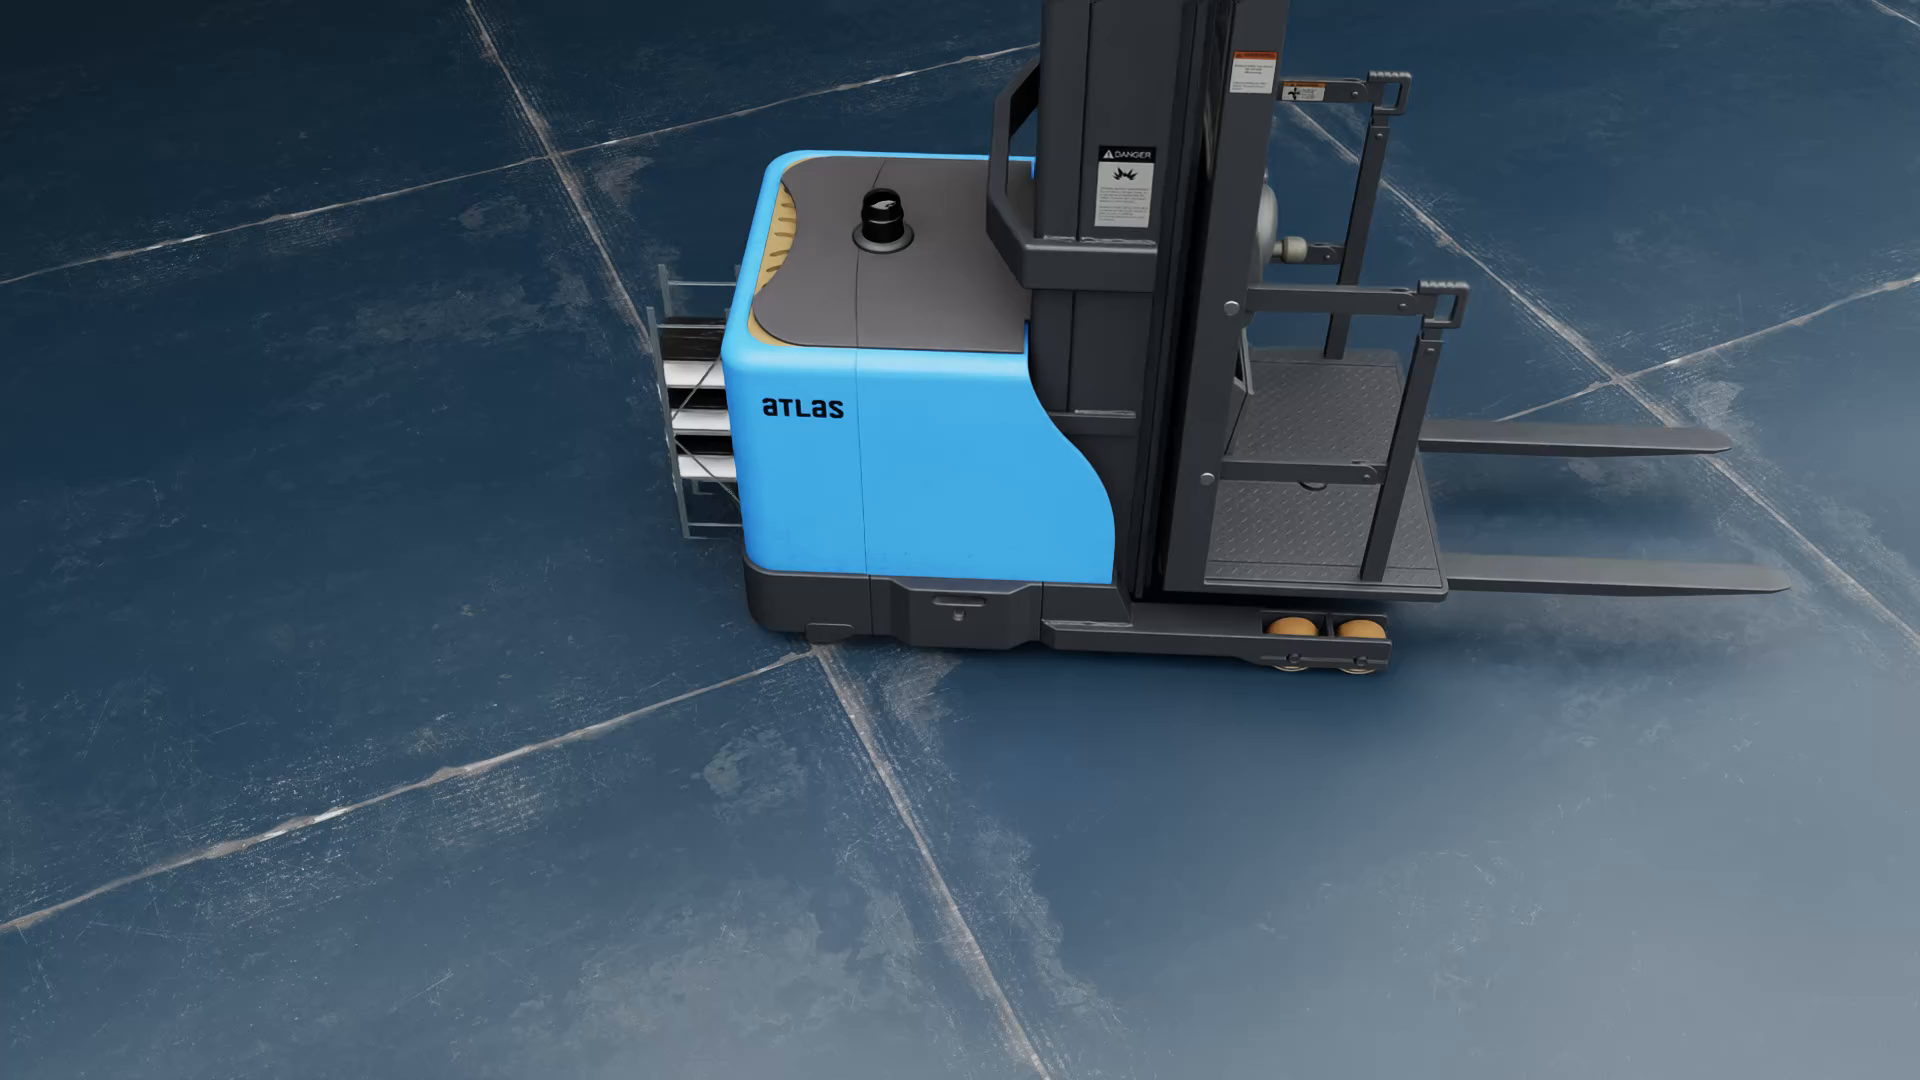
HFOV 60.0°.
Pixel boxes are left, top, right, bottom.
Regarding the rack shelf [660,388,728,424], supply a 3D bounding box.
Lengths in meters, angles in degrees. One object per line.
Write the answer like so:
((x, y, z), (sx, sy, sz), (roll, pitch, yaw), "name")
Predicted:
((-0.749, -0.436, 4.970), (0.258, 0.077, 0.200), (1, 45, 1), "rack shelf")

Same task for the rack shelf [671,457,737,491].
((-0.749, -0.243, 5.160), (0.258, 0.077, 0.200), (1, 45, 1), "rack shelf")

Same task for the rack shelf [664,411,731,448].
((-0.749, -0.372, 5.033), (0.258, 0.077, 0.200), (1, 45, 1), "rack shelf")

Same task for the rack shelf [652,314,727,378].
((-0.749, -0.564, 4.844), (0.258, 0.077, 0.200), (1, 45, 1), "rack shelf")

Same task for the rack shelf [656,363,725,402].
((-0.749, -0.500, 4.907), (0.258, 0.077, 0.200), (1, 45, 1), "rack shelf")

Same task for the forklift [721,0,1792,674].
((0.906, -1.039, 4.216), (3.031, 2.935, 1.130), (2, 45, 2), "forklift")

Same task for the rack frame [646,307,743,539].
((-0.752, -0.324, 4.938), (0.240, 0.900, 0.006), (1, 45, 1), "rack frame")

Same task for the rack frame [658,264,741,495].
((-0.746, -0.467, 5.082), (0.240, 0.900, 0.006), (1, 45, 1), "rack frame")

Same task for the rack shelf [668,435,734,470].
((-0.749, -0.307, 5.097), (0.258, 0.077, 0.200), (1, 45, 1), "rack shelf")

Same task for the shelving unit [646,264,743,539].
((-0.749, -0.395, 5.010), (0.258, 0.900, 0.210), (1, 45, 1), "shelving unit")
